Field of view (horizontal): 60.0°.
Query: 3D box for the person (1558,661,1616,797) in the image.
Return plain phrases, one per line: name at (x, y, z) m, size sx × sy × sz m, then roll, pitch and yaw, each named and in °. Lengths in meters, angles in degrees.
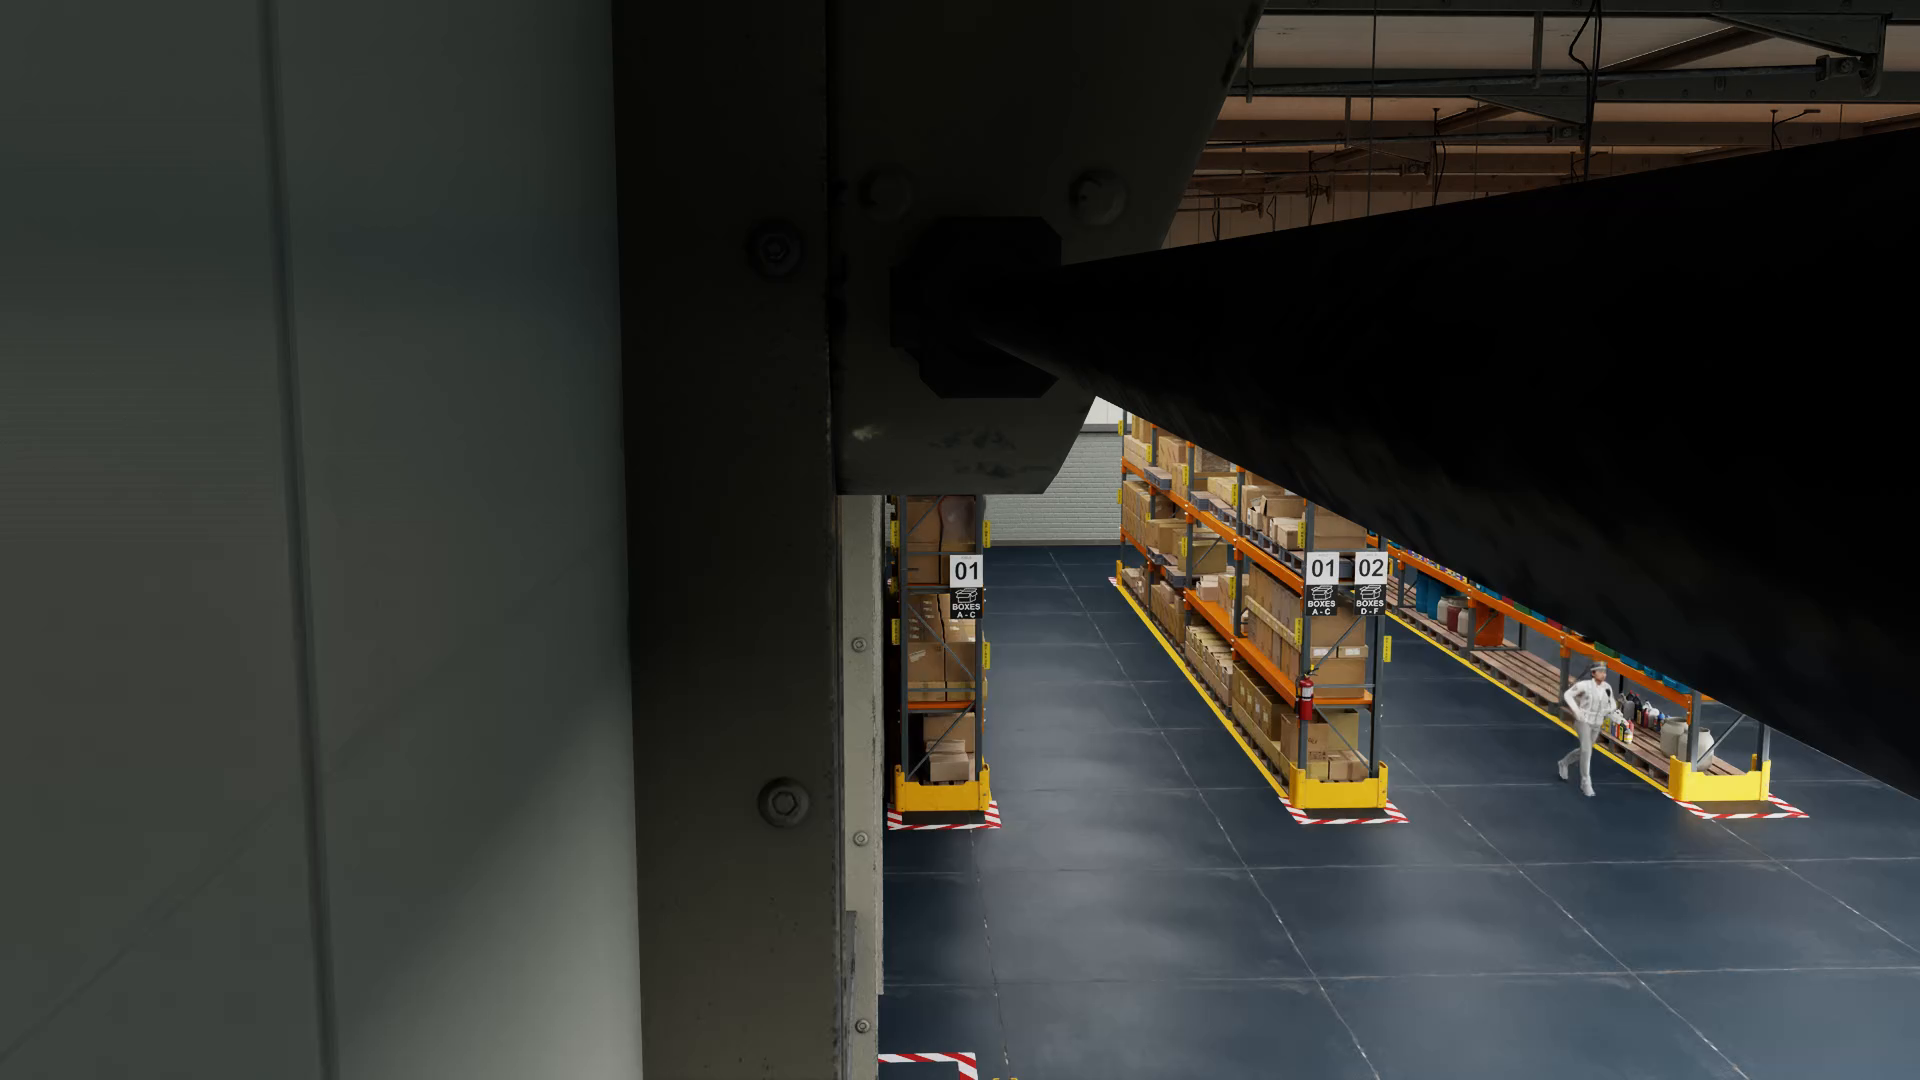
person at (8.120, 2.376, 21.427) m, size 0.643 × 1.705 × 0.865 m, roll -2°, pitch 9°, yaw -14°
